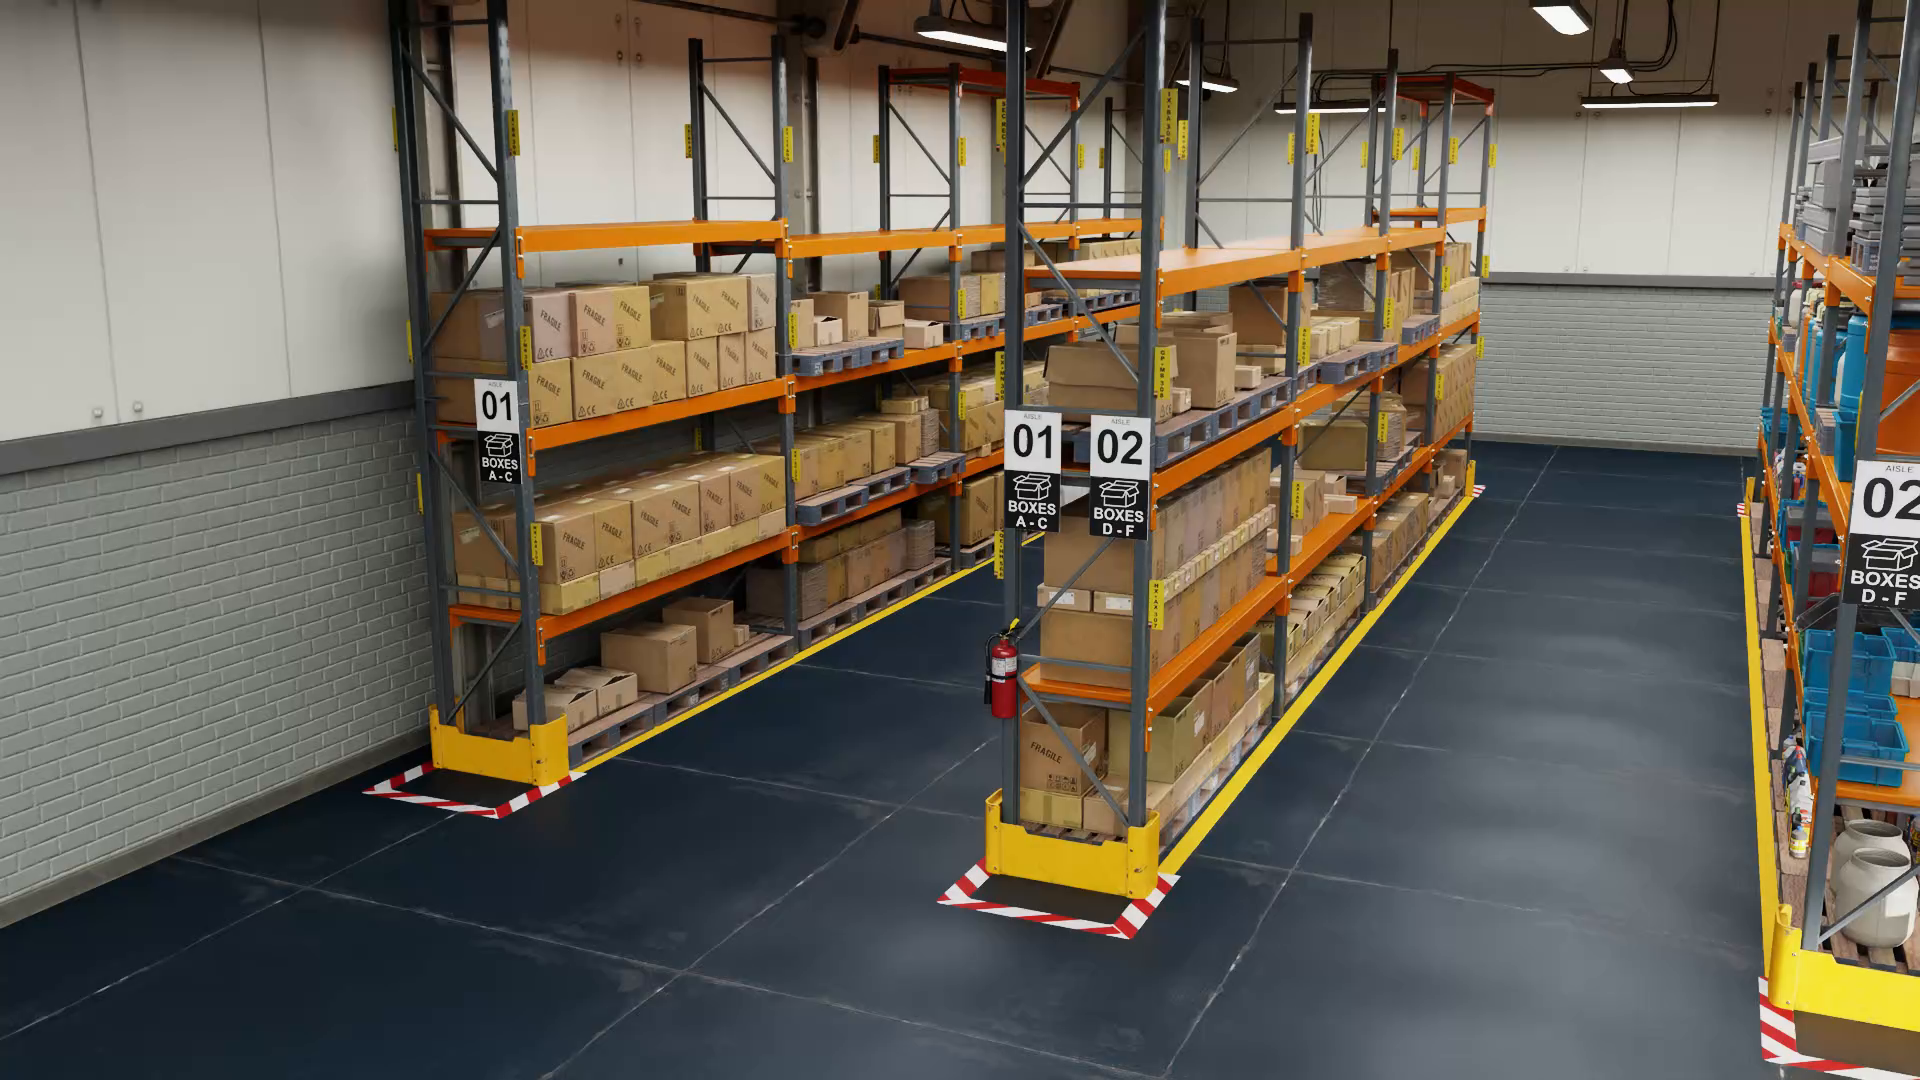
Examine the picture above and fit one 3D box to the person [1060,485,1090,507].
[{"bbox_3d":[1.318,-0.142,18.596,0.610,1.777,0.452,5,13,20],"label":"person"}]
